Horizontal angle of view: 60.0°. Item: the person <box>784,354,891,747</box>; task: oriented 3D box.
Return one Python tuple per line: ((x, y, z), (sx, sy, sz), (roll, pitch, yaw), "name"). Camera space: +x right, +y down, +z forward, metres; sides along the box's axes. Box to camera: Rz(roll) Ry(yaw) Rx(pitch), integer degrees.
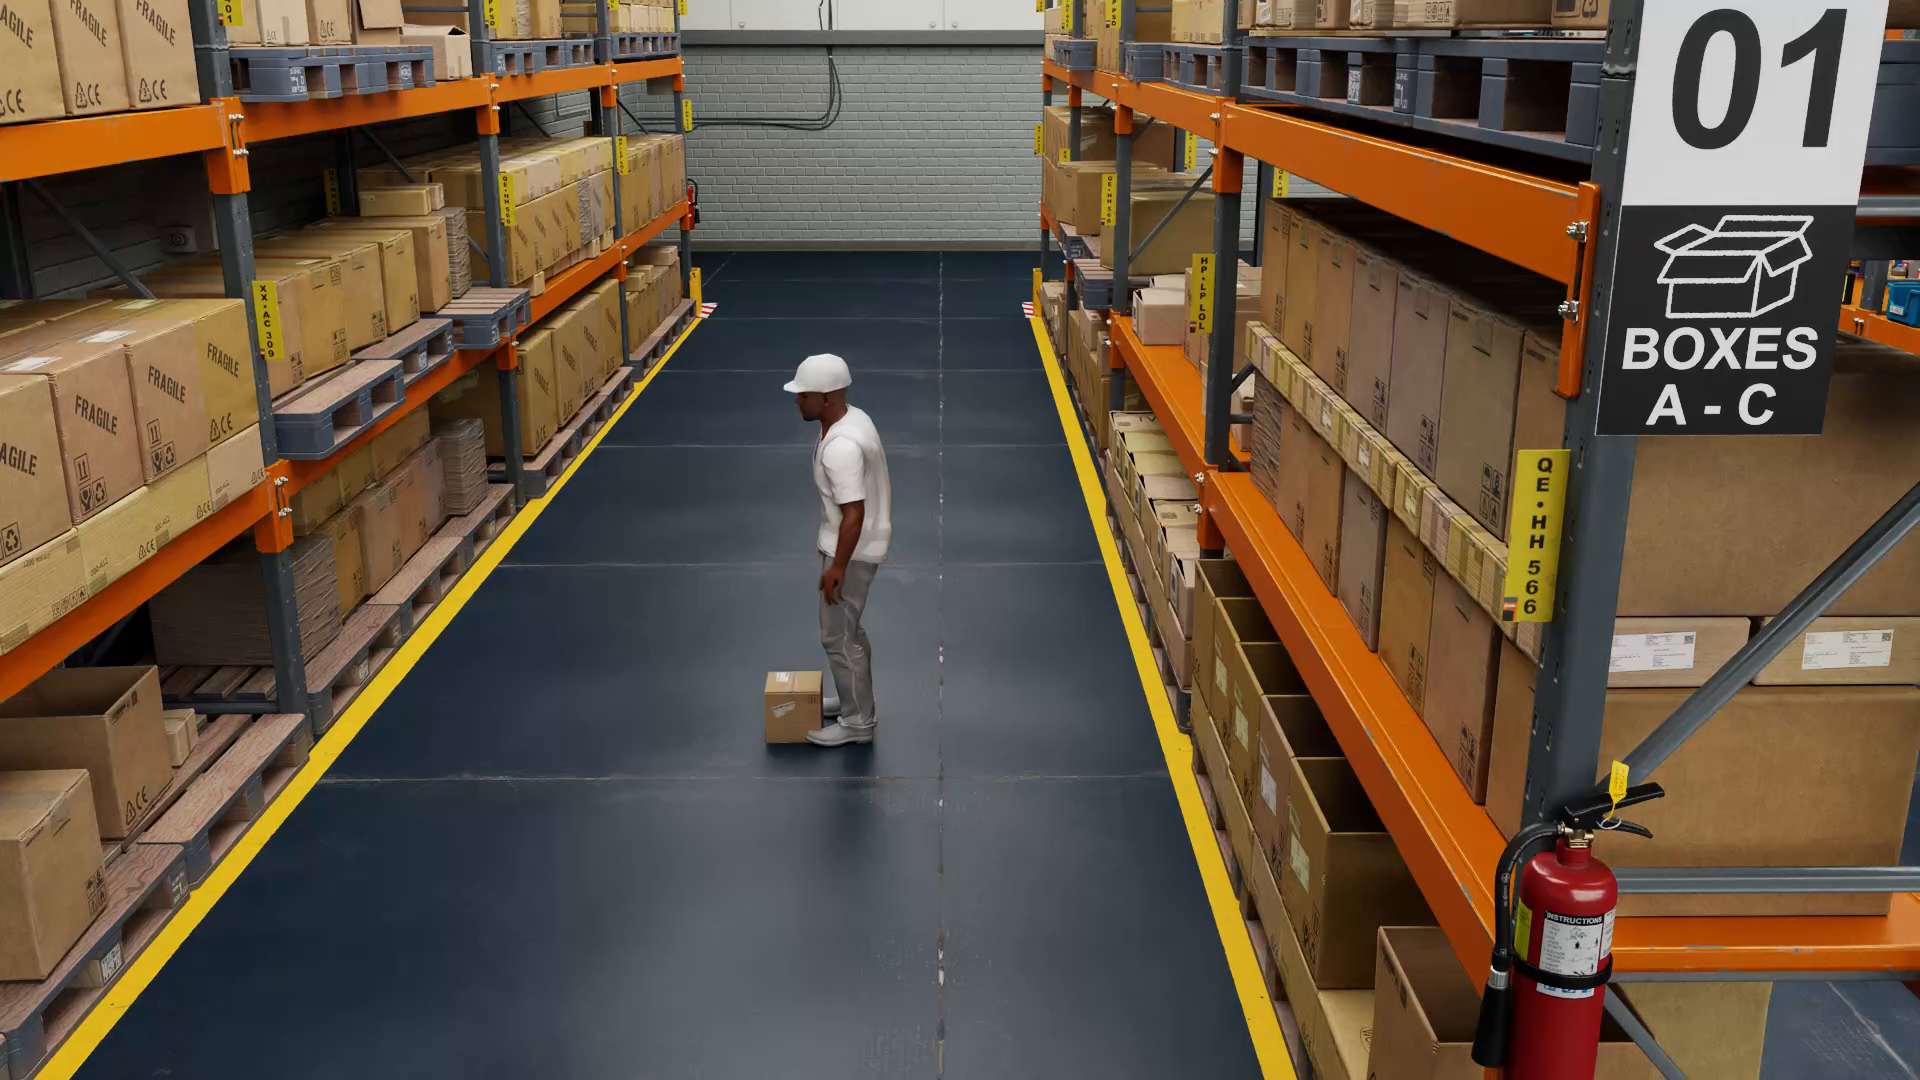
((-0.530, 0.041, 7.379), (0.454, 1.761, 0.636), (-1, 17, -4), "person")
